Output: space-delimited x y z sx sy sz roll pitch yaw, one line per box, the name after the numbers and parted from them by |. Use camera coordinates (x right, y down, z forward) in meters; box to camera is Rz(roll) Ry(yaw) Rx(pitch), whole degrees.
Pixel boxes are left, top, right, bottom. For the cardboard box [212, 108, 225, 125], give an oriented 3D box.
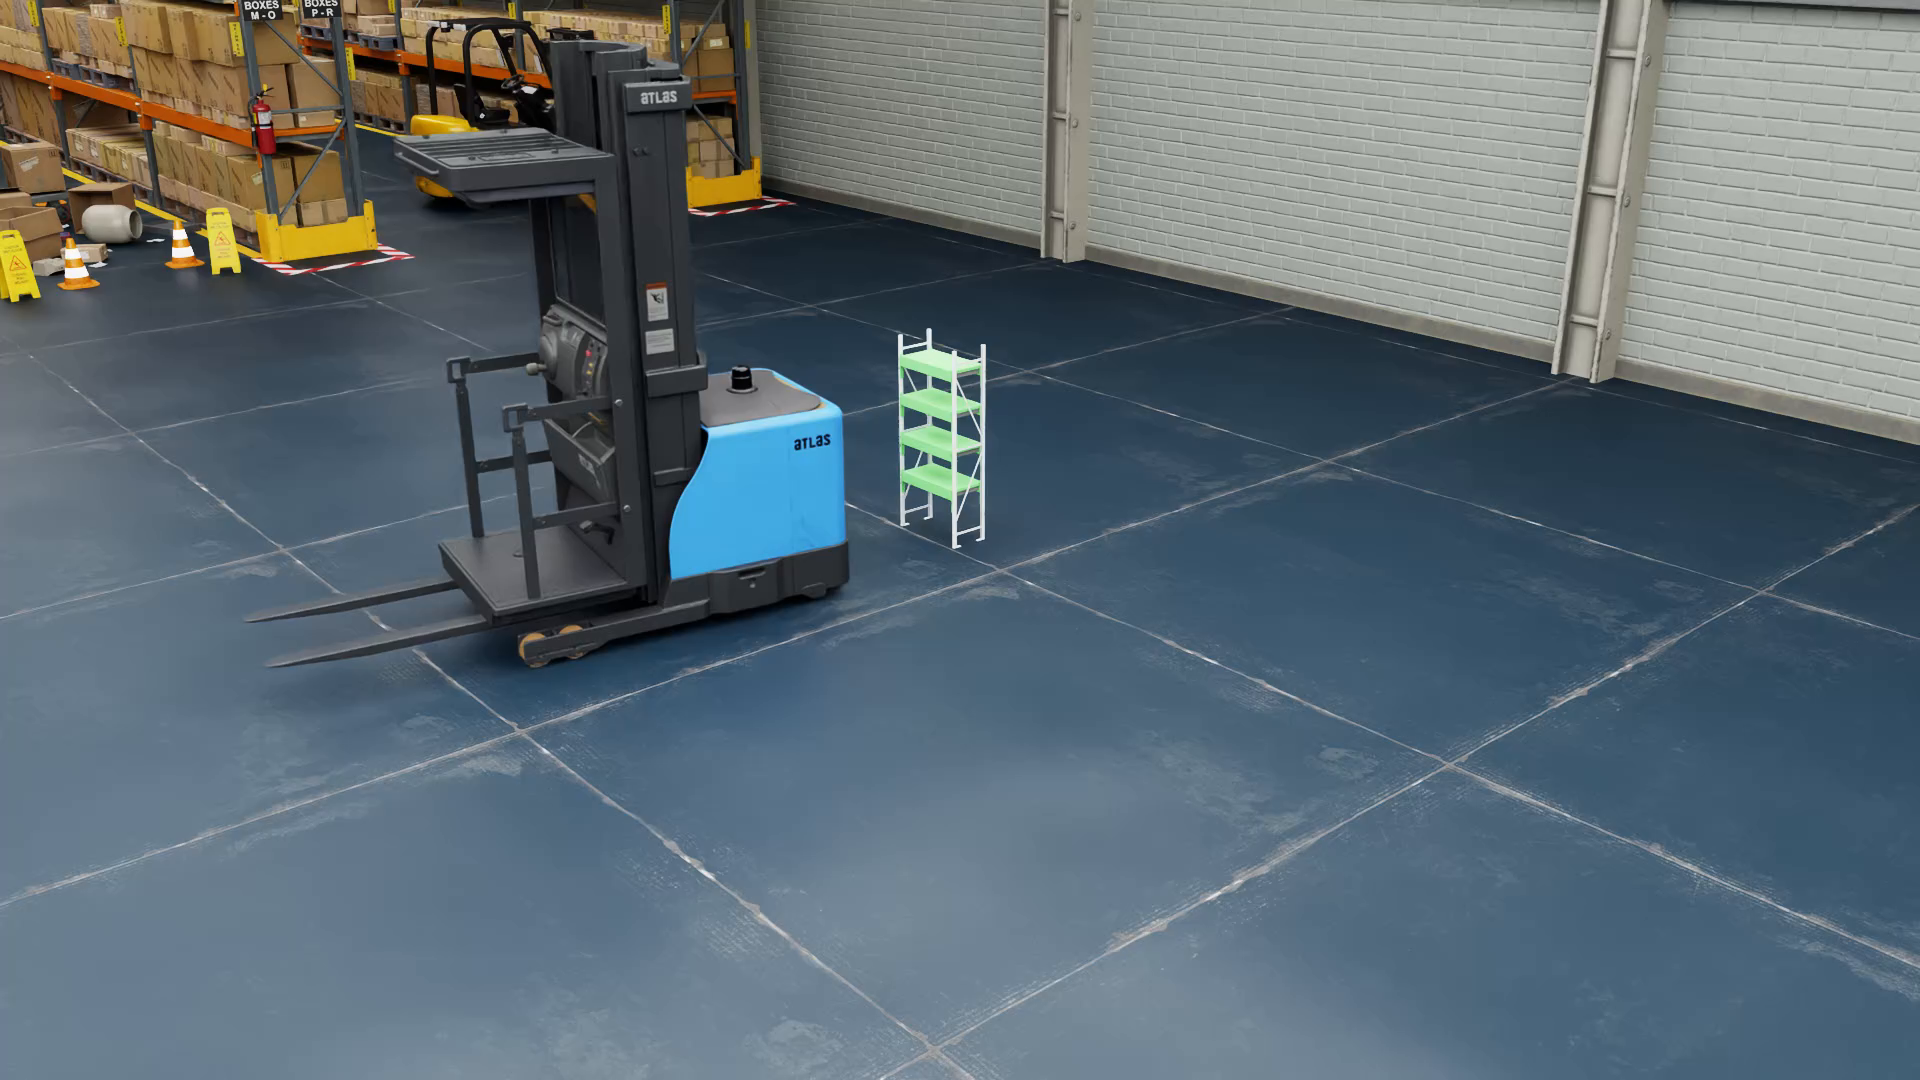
-7.804 -4.571 17.887 0.380 0.149 0.250 -17 27 -37 | cardboard box

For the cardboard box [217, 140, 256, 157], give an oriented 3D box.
-7.818 -4.264 18.033 0.380 0.149 0.250 -16 27 -36 | cardboard box

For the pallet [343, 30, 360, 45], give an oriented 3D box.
-9.544 -8.292 27.306 1.003 0.211 1.213 -17 27 -37 | pallet

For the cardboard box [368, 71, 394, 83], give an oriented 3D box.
-9.426 -7.559 27.133 0.380 0.149 0.250 -18 28 -38 | cardboard box

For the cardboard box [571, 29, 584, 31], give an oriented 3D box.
-4.837 -6.578 21.638 0.380 0.149 0.250 -19 28 -39 | cardboard box

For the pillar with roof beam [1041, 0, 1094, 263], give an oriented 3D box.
-2.165 -6.153 13.354 9.100 9.000 0.400 -17 27 -37 | pillar with roof beam

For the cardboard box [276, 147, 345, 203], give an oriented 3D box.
-7.140 -4.012 18.280 0.500 0.500 0.500 -19 28 -39 | cardboard box

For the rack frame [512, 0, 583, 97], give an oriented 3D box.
-5.660 -6.740 23.080 1.000 3.000 0.127 -17 27 -37 | rack frame

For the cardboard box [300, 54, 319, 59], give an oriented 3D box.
-7.246 -4.977 18.033 0.500 0.500 0.500 -16 27 -36 | cardboard box

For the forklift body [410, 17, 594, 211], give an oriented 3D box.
-5.668 -5.330 20.642 2.313 2.155 1.214 -17 27 -37 | forklift body

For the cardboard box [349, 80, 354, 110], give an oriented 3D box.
-10.059 -7.511 27.900 0.500 0.500 0.500 -18 28 -39 | cardboard box

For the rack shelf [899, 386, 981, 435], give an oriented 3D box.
-0.108 -0.768 9.818 0.258 0.148 0.480 -17 27 -37 | rack shelf

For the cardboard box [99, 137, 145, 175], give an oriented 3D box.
-10.689 -5.063 21.826 0.950 0.372 0.625 -16 27 -36 | cardboard box

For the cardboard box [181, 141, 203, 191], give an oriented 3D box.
-8.541 -4.306 19.031 0.500 0.500 0.500 -16 26 -35 | cardboard box

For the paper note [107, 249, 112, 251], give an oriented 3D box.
-9.189 -3.130 17.962 0.032 0.001 0.123 -17 27 -37 | paper note

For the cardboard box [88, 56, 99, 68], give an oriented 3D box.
-10.939 -6.149 21.339 0.380 0.149 0.250 -16 27 -36 | cardboard box

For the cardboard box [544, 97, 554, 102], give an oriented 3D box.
-5.582 -5.913 22.791 0.500 0.250 0.500 -18 28 -38 | cardboard box

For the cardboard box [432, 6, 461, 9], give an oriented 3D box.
-7.905 -8.152 25.659 0.380 0.149 0.250 -16 27 -36 | cardboard box

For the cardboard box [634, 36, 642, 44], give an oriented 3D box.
-3.799 -6.163 20.579 0.380 0.149 0.250 -17 27 -36 | cardboard box

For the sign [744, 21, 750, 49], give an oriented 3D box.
-2.624 -6.206 20.419 0.100 0.325 0.005 -17 27 -37 | sign

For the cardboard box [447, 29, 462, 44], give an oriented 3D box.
-7.160 -7.405 24.297 0.500 0.250 0.500 -17 27 -37 | cardboard box

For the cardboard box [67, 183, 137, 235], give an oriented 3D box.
-9.749 -3.775 18.933 0.500 0.500 0.500 0 21 -1 | cardboard box

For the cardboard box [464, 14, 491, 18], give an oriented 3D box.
-6.907 -7.476 23.933 0.380 0.149 0.250 -17 27 -37 | cardboard box

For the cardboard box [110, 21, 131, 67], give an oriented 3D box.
-9.893 -6.011 20.098 0.500 0.500 0.500 -18 28 -38 | cardboard box

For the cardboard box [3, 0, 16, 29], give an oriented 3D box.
-13.224 -7.534 23.598 0.500 0.500 0.500 -17 27 -37 | cardboard box

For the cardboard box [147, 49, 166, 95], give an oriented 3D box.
-8.996 -5.422 19.168 0.500 0.500 0.500 -18 27 -38 | cardboard box

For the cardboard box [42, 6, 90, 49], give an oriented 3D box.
-11.910 -6.864 22.275 0.500 0.500 0.500 -18 28 -39 | cardboard box

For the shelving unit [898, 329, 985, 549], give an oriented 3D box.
-0.108 -0.604 9.882 0.258 1.200 0.503 -17 27 -37 | shelving unit

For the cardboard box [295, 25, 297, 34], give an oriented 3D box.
-11.467 -8.928 29.011 0.380 0.149 0.250 -17 27 -36 | cardboard box

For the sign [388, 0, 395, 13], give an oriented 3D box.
-8.676 -8.216 25.368 0.100 0.325 0.005 -17 27 -37 | sign

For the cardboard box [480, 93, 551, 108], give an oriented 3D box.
-6.509 -6.188 24.350 0.875 0.625 0.625 -18 28 -38 | cardboard box

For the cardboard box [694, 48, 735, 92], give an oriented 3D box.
-3.162 -5.885 20.758 0.500 0.500 0.500 -16 27 -36 | cardboard box

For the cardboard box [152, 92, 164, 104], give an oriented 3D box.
-9.251 -5.220 19.542 0.380 0.149 0.250 -16 27 -36 | cardboard box

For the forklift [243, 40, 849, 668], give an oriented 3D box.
-2.143 -0.946 8.380 3.031 2.935 1.130 -12 25 -29 | forklift

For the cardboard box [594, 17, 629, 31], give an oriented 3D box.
-4.448 -6.593 21.271 0.380 0.149 0.250 -17 27 -37 | cardboard box

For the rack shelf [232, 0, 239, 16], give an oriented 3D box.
-8.112 -6.067 18.234 1.077 0.370 4.000 -17 27 -37 | rack shelf

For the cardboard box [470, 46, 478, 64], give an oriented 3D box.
-6.820 -7.029 24.024 0.500 0.250 0.500 -17 27 -37 | cardboard box

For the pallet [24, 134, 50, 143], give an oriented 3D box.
-13.278 -5.937 24.853 1.003 0.211 1.213 -17 27 -37 | pallet

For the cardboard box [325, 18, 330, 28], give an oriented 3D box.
-10.265 -8.608 27.458 0.396 0.266 0.258 -16 26 -35 | cardboard box

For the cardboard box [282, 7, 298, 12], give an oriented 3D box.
-11.737 -9.237 29.252 0.500 0.250 0.500 -17 27 -37 | cardboard box

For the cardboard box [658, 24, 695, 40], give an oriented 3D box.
-3.442 -6.171 20.192 0.380 0.149 0.250 -17 27 -37 | cardboard box

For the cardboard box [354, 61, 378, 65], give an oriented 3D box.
-10.247 -8.180 28.717 0.380 0.149 0.250 -17 27 -37 | cardboard box

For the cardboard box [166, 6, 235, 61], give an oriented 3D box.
-8.041 -5.450 17.870 0.700 0.500 0.500 -18 28 -38 | cardboard box

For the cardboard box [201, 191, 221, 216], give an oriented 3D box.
-8.216 -3.815 18.806 0.500 0.250 0.500 -19 28 -39 | cardboard box

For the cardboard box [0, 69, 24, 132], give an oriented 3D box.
-14.174 -6.822 25.626 0.875 0.875 0.875 -16 27 -36 | cardboard box

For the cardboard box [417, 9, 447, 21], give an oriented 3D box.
-7.923 -7.897 25.008 0.380 0.149 0.250 -17 27 -36 | cardboard box

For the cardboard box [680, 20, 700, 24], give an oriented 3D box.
-3.434 -6.416 20.817 0.380 0.149 0.250 -17 27 -36 | cardboard box

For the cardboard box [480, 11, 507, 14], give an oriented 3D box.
-6.888 -7.733 24.587 0.380 0.149 0.250 -16 27 -36 | cardboard box

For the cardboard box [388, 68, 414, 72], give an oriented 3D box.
-9.260 -7.742 27.600 0.380 0.149 0.250 -17 27 -37 | cardboard box

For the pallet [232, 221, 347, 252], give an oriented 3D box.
-7.360 -3.408 18.396 1.003 0.211 1.213 -17 27 -37 | pallet

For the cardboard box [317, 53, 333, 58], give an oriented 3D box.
-10.803 -8.275 28.552 0.380 0.149 0.250 -18 28 -38 | cardboard box

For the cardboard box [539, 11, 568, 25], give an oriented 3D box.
-5.424 -7.022 22.365 0.380 0.149 0.250 -17 27 -37 | cardboard box

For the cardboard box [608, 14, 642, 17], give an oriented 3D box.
-4.411 -6.850 21.925 0.380 0.149 0.250 -18 28 -38 | cardboard box

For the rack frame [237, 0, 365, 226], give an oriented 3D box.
-6.807 -4.452 17.239 1.000 3.000 0.127 -17 27 -37 | rack frame
